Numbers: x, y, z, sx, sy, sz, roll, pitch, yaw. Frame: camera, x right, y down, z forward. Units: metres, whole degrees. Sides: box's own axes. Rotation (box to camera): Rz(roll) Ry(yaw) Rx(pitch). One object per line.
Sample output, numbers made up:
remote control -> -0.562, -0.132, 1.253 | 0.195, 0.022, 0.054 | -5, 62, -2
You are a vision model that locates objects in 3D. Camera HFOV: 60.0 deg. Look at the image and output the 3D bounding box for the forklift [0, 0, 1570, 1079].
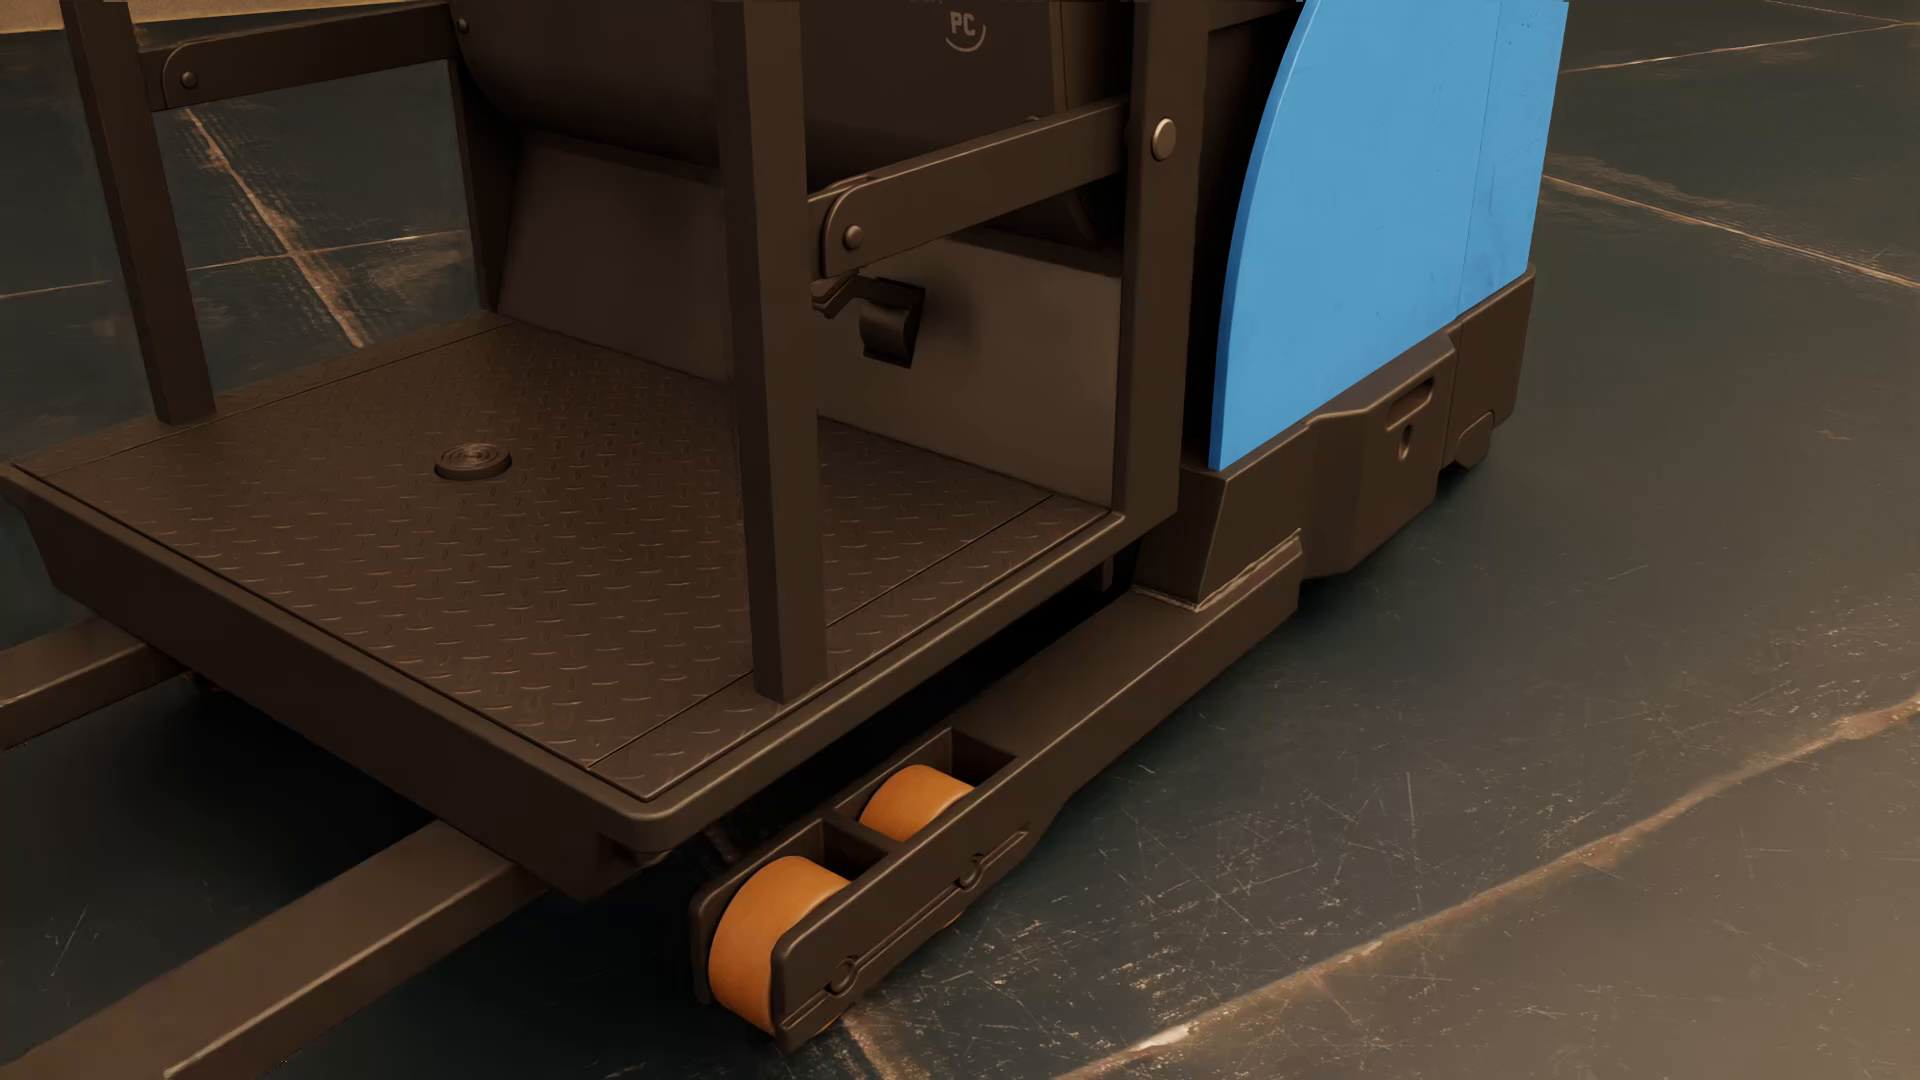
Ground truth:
forklift -> -0.375, -1.090, 1.409 | 1.130, 2.935, 3.031 | 19, 33, 33
